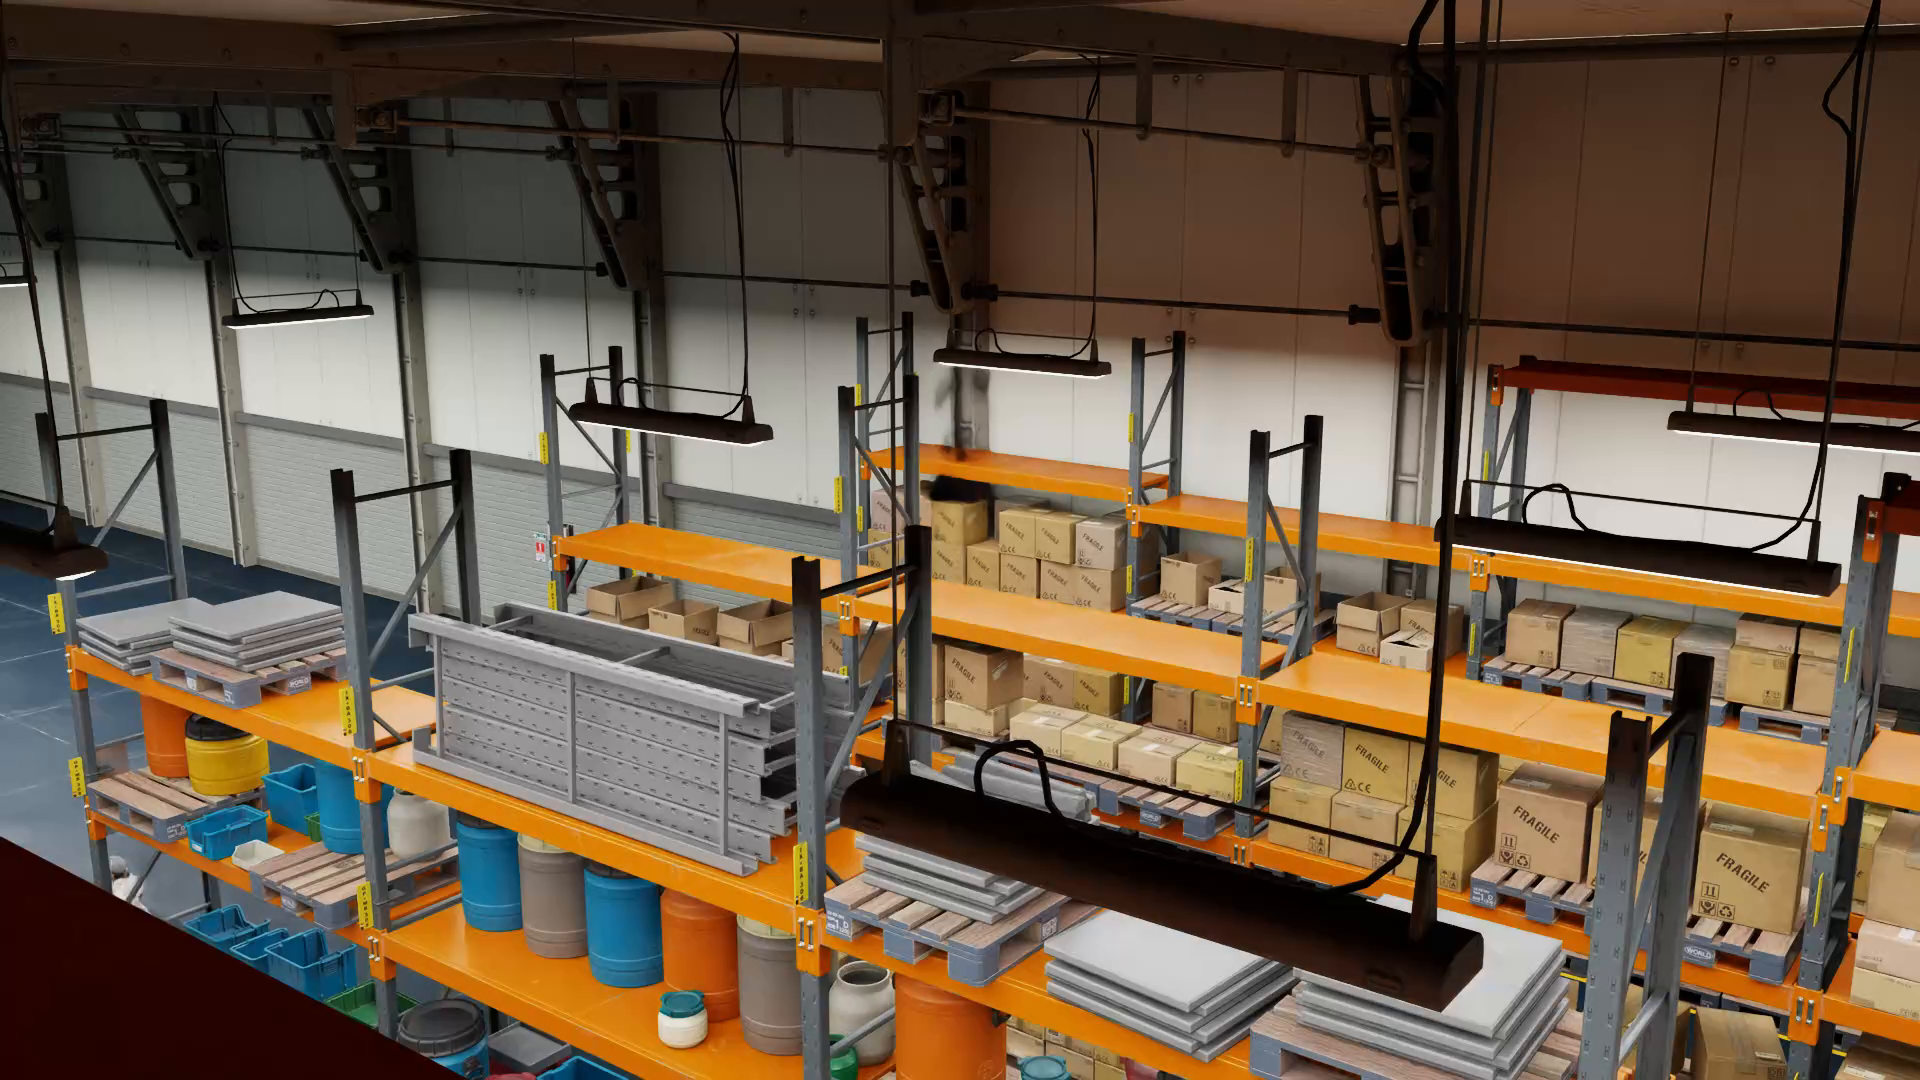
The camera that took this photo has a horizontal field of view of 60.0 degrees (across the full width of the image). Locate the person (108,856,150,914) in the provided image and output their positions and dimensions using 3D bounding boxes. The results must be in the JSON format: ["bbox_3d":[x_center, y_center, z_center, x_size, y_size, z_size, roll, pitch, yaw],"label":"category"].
[{"bbox_3d":[-7.911,3.719,15.647,0.549,1.613,0.618,-1,13,-3],"label":"person"}]
